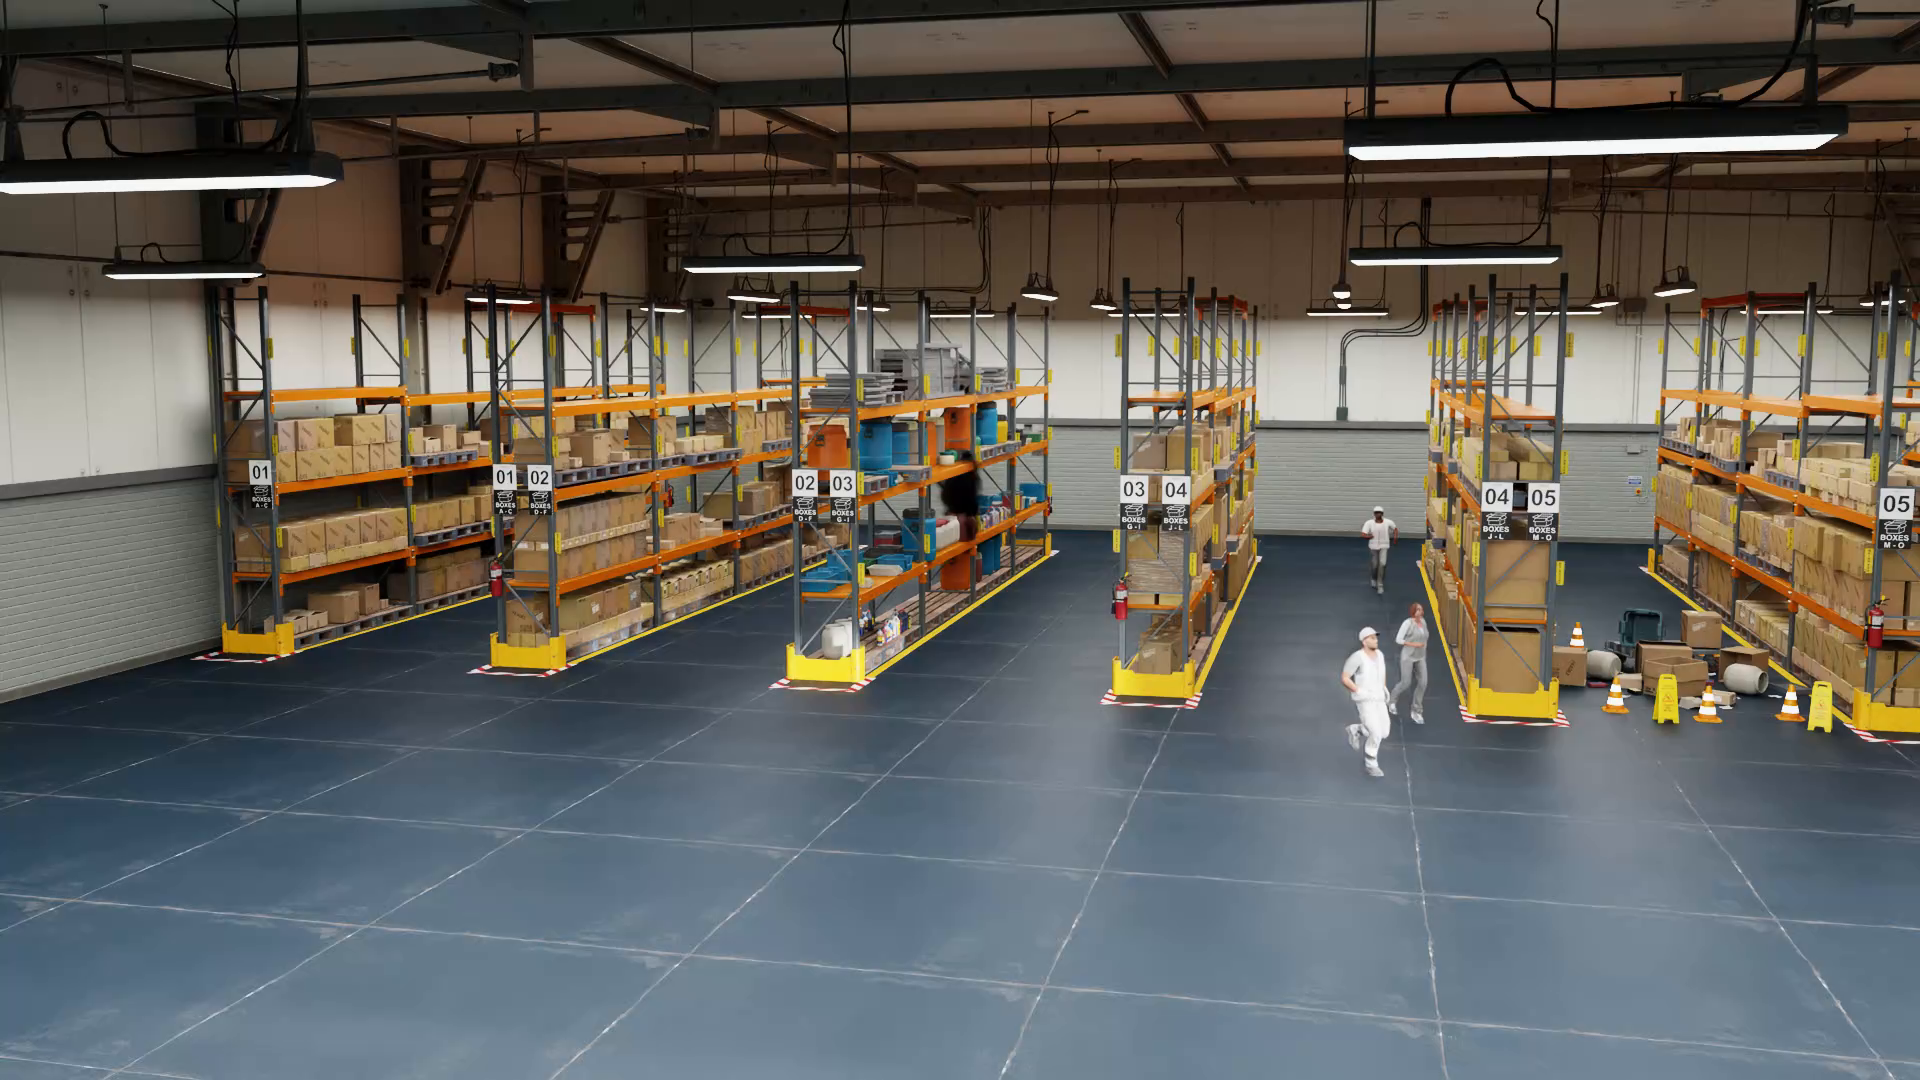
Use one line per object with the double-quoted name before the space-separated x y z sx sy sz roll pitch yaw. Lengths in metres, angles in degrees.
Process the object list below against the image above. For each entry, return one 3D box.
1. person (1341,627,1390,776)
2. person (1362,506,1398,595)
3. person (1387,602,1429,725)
"person" 4.803 1.889 19.731 0.688 1.735 0.670 -5 8 -35
"person" 8.651 0.187 34.332 0.704 1.779 0.900 2 7 17
"person" 6.093 1.643 22.494 0.569 1.637 0.712 -3 7 -26
